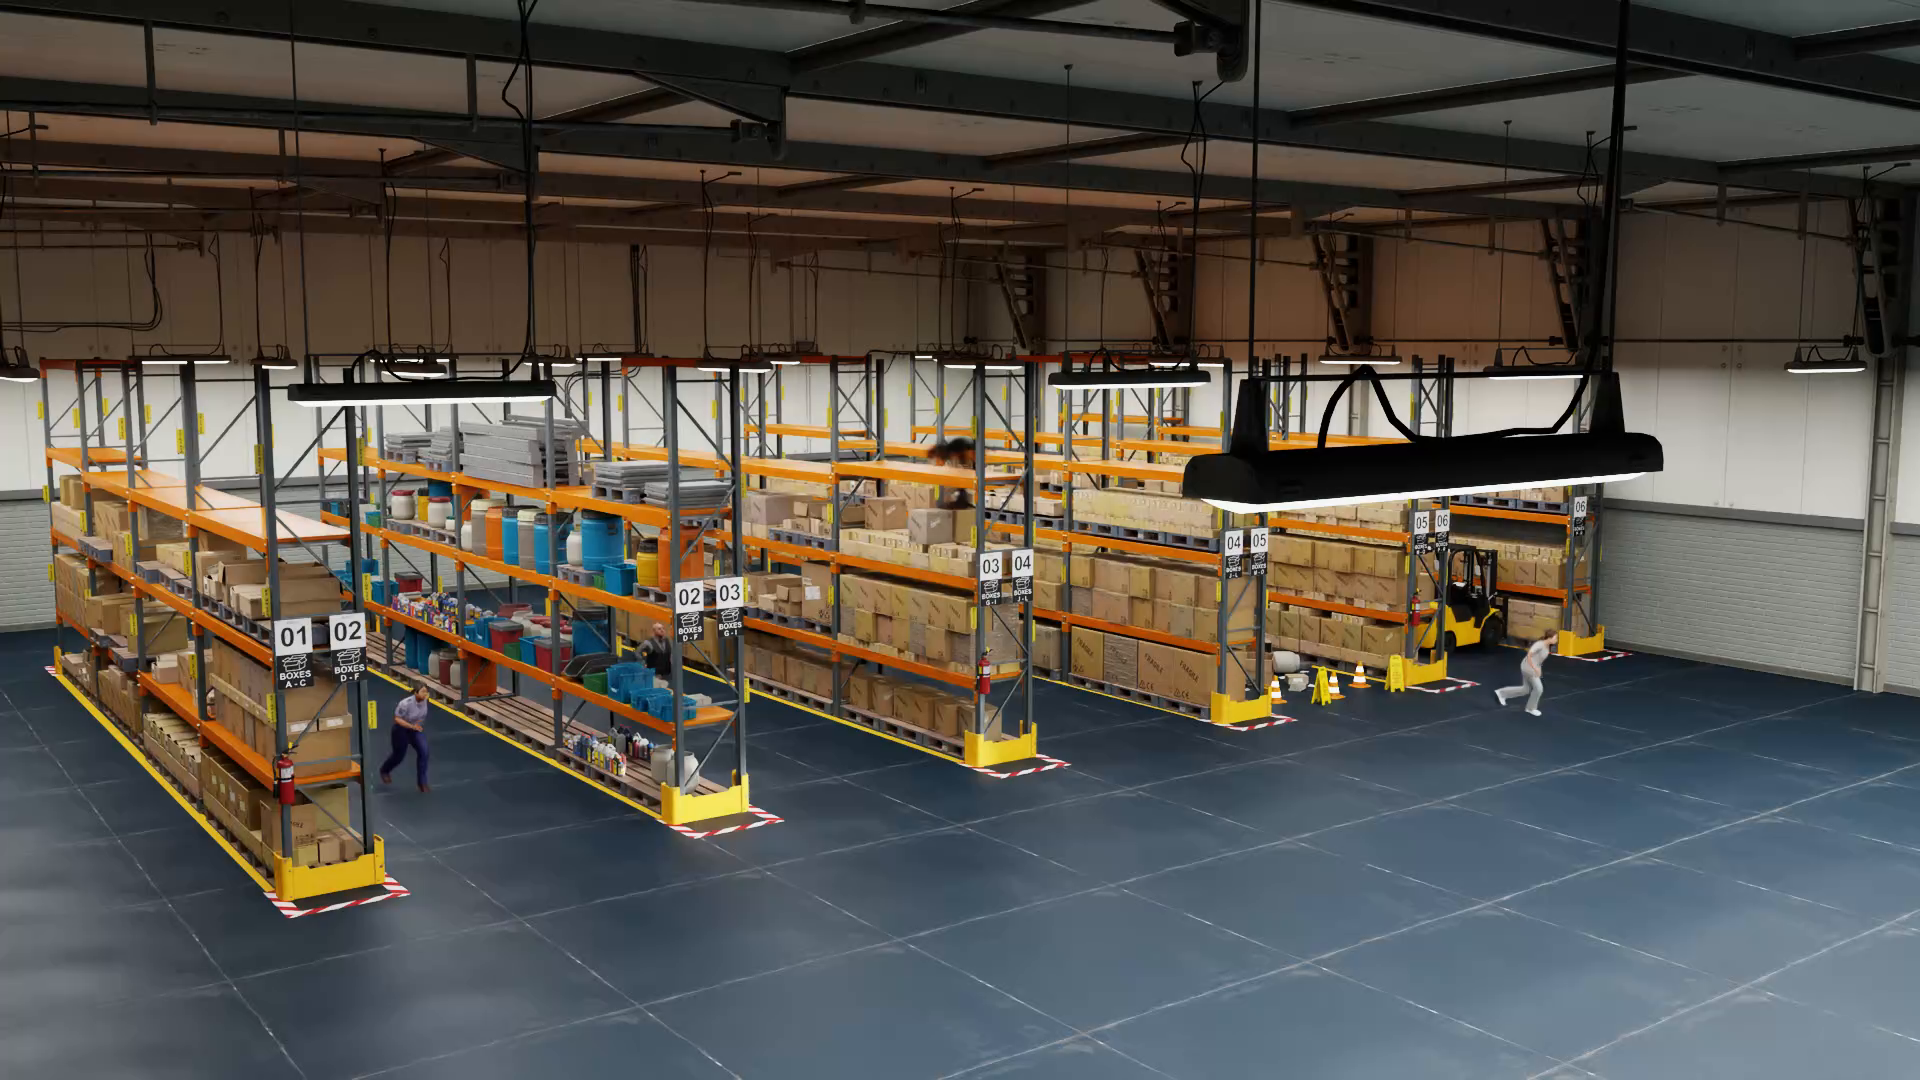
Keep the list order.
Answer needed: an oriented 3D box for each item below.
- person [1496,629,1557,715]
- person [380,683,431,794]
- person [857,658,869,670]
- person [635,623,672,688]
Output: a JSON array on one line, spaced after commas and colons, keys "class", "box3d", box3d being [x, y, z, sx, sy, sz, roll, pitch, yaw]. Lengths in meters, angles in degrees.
[{"class": "person", "box3d": [9.626, 2.213, 28.265, 0.984, 1.496, 0.561, 5, 9, 37]}, {"class": "person", "box3d": [-7.841, 2.768, 23.469, 0.972, 1.614, 0.640, 4, 8, 29]}, {"class": "person", "box3d": [-1.730, 1.776, 31.539, 0.535, 1.524, 0.733, -4, 8, -32]}, {"class": "person", "box3d": [-4.934, 2.209, 27.281, 0.687, 1.710, 0.641, 6, 9, 43]}]
